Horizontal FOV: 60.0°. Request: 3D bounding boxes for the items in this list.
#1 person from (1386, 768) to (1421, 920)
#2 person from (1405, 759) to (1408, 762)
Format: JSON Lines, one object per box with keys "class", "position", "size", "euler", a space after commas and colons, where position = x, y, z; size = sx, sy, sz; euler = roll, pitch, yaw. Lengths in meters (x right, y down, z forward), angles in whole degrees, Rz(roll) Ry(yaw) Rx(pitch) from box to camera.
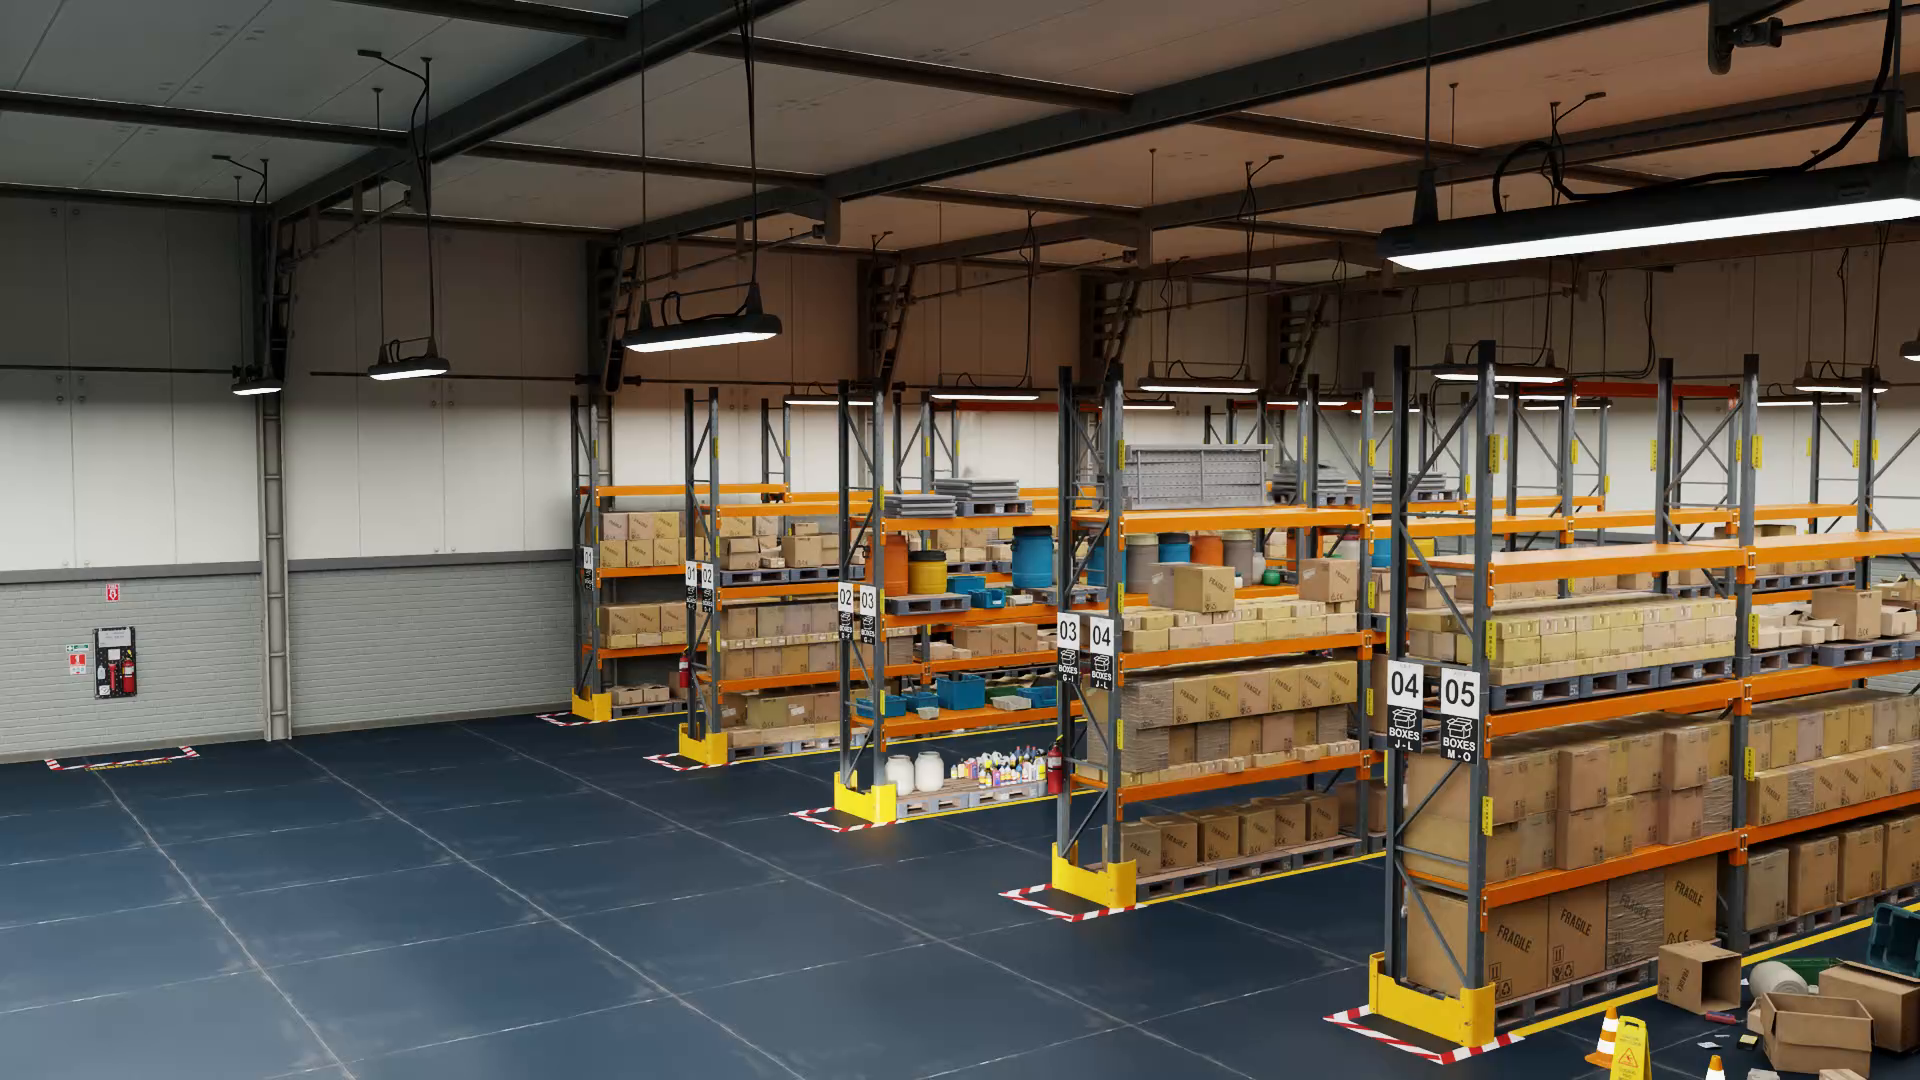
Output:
{"class": "person", "position": [4.962, 3.286, 18.197], "size": [0.569, 1.641, 0.826], "euler": [3, 4, 36]}
{"class": "person", "position": [6.962, 2.743, 26.261], "size": [0.752, 1.755, 0.544], "euler": [-3, 5, -45]}
